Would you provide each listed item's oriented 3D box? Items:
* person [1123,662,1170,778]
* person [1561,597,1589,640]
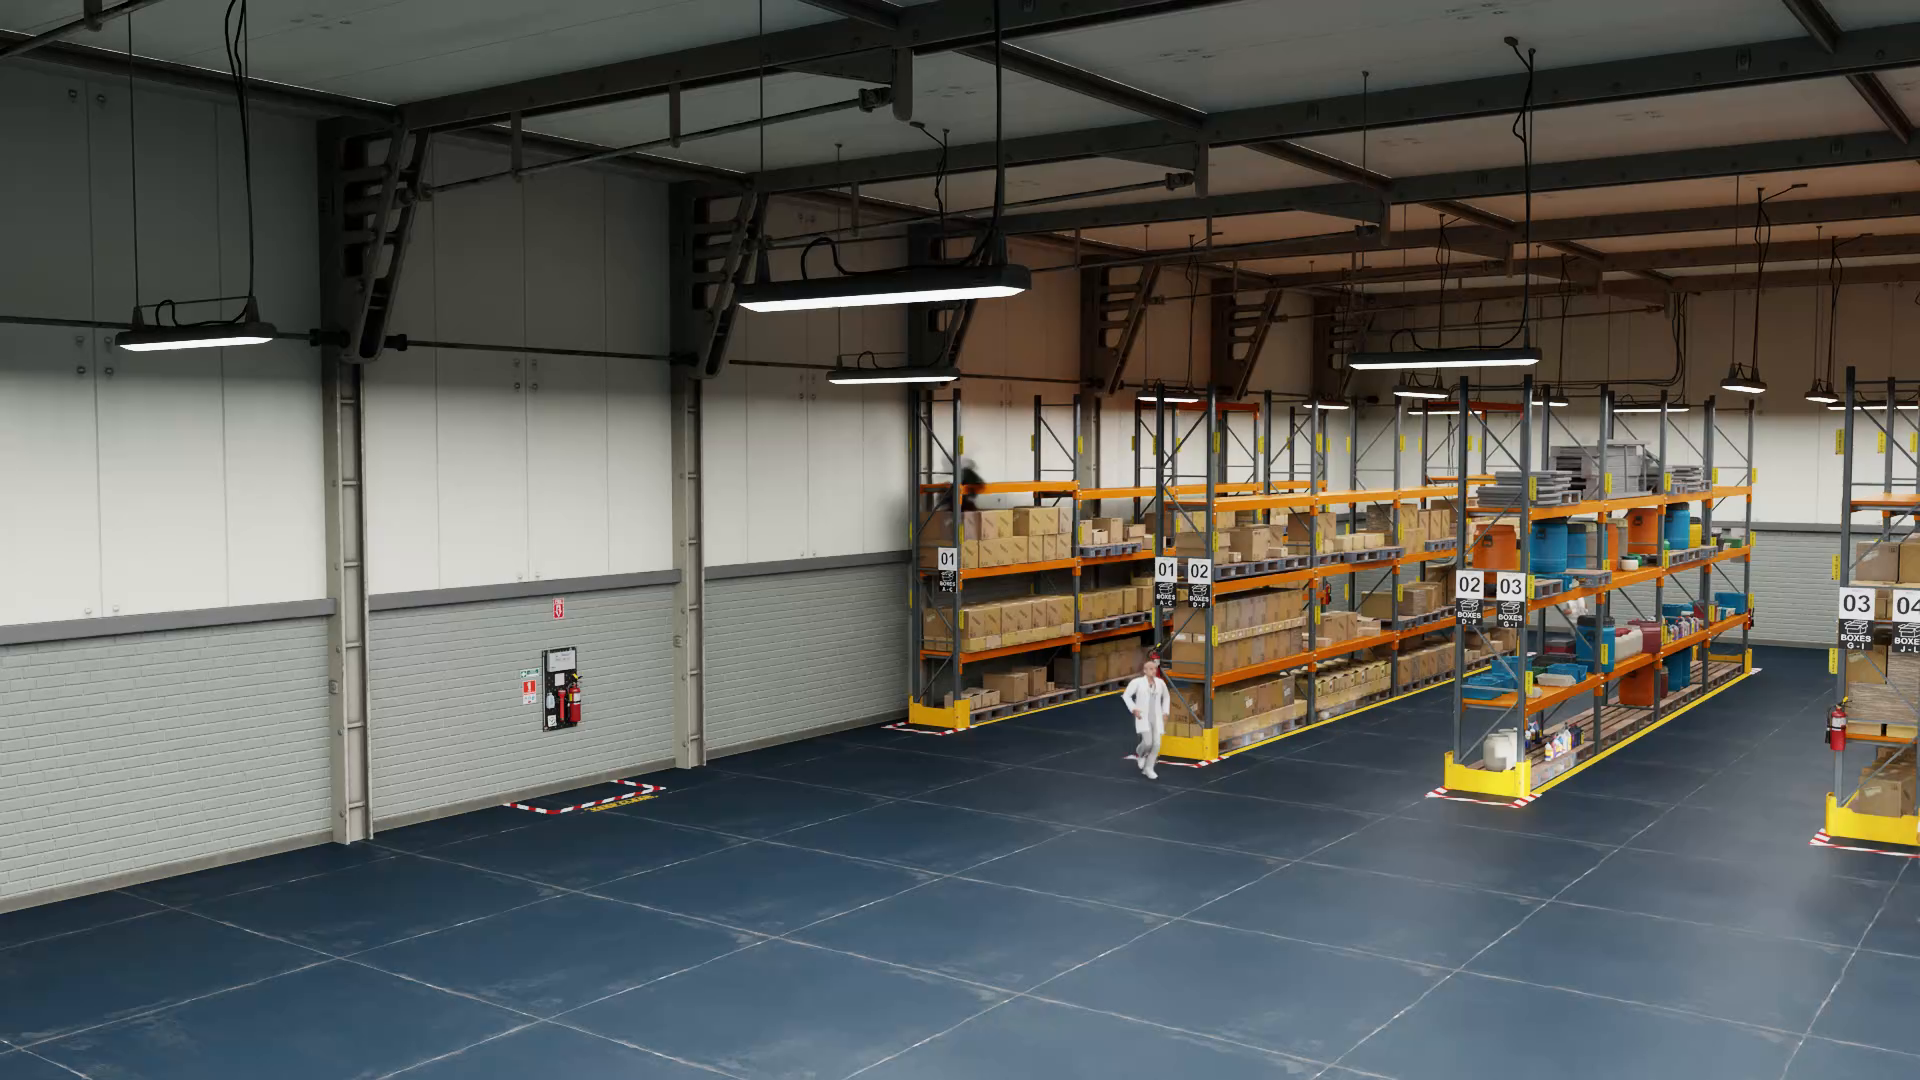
[{"bbox_3d":[2.851,2.709,25.126,0.745,1.745,0.578,-1,3,-14],"label":"person"},{"bbox_3d":[14.338,1.931,38.803,0.713,1.827,0.747,0,3,1],"label":"person"}]
